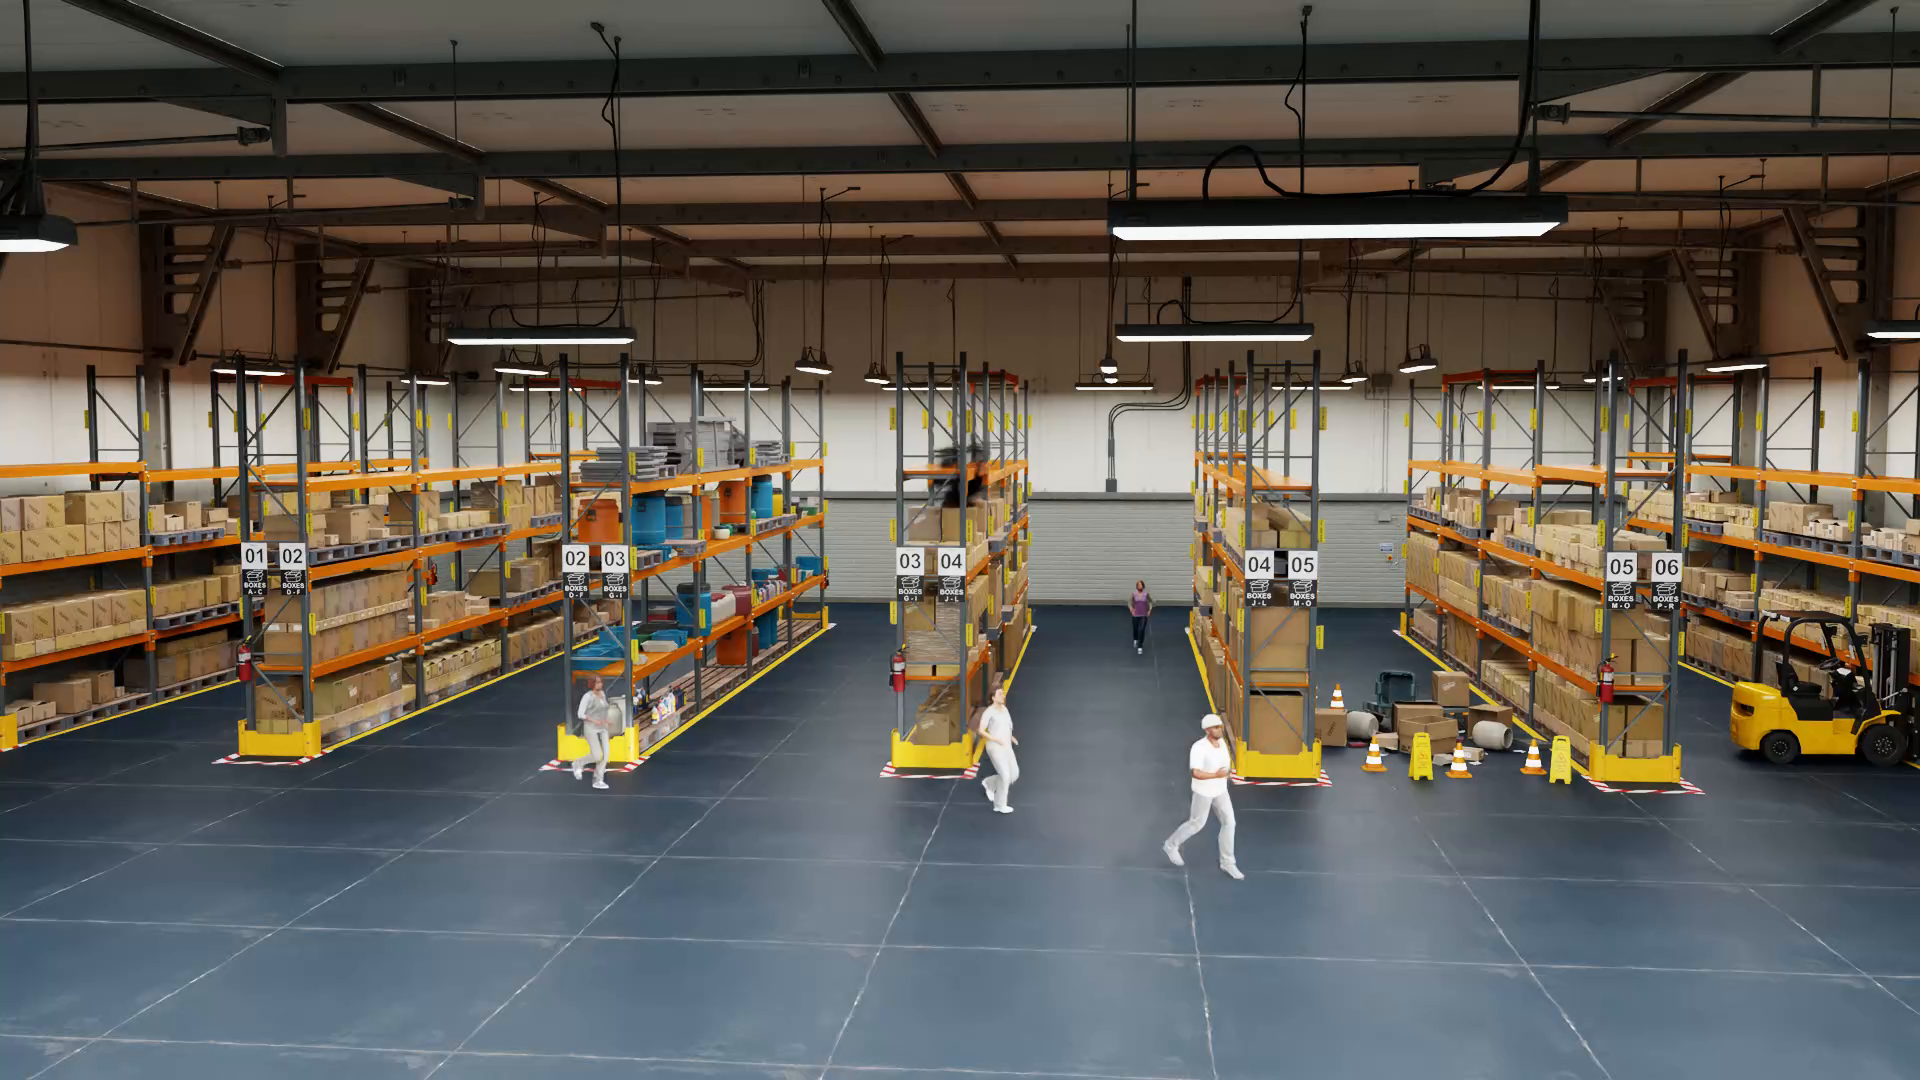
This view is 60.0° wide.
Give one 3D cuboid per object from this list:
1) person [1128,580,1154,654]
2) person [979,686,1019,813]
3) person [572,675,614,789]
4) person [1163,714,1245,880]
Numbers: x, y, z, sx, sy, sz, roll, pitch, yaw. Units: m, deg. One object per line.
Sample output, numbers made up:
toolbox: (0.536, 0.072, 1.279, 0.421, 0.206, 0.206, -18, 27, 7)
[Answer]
person: (3.927, 1.659, 36.163, 0.564, 1.584, 0.603, 0, 4, 6)
person: (0.469, 2.672, 21.355, 0.593, 1.618, 0.561, 4, 6, 43)
person: (-5.010, 2.607, 22.719, 0.616, 1.551, 0.537, 2, 5, 30)
person: (2.729, 2.809, 18.430, 0.712, 1.801, 0.948, -4, 6, -43)
